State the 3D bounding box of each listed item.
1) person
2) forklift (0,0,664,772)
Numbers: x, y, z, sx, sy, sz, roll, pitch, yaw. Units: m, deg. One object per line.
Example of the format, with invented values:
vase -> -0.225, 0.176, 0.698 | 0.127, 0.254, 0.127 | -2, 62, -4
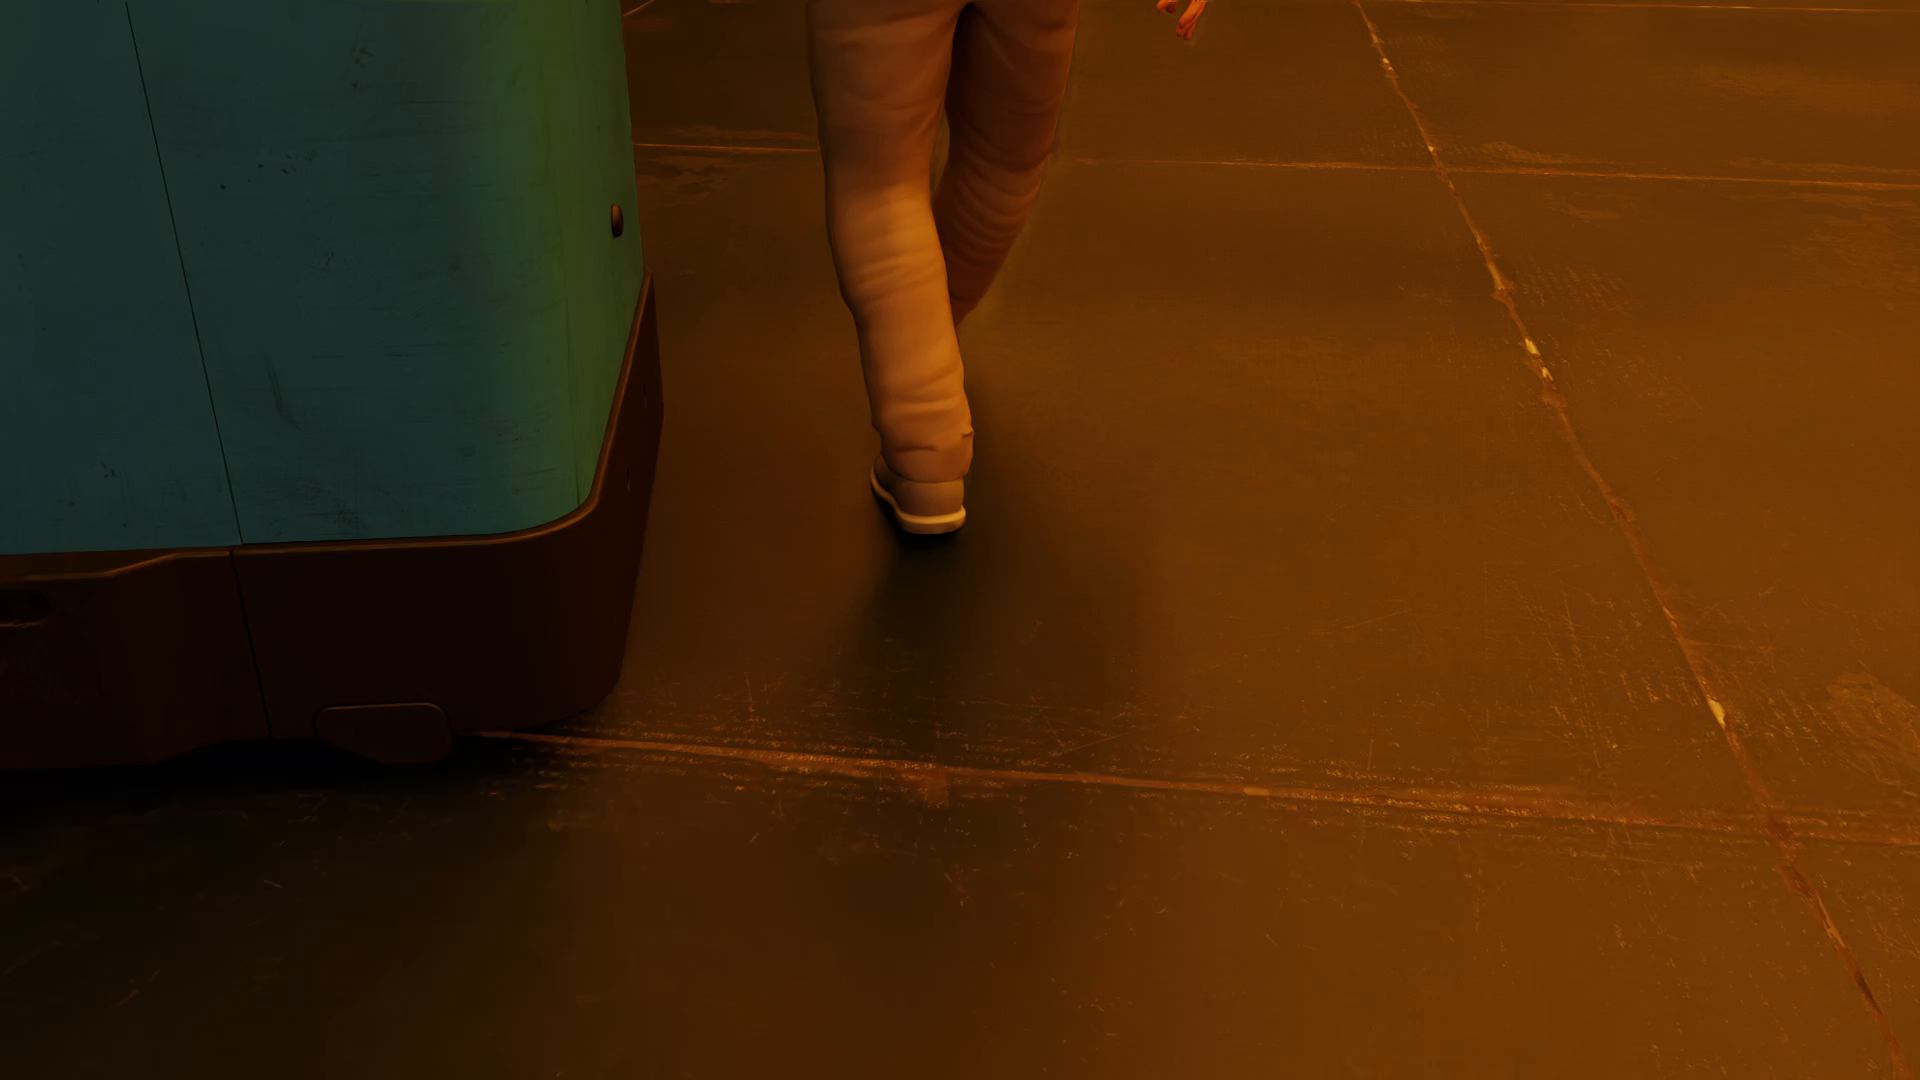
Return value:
person -> -0.037, -0.955, 2.542 | 0.716, 1.678, 0.925 | -8, 28, -15
forklift -> -1.959, -1.205, 1.633 | 3.031, 2.935, 1.130 | -2, 27, -5
